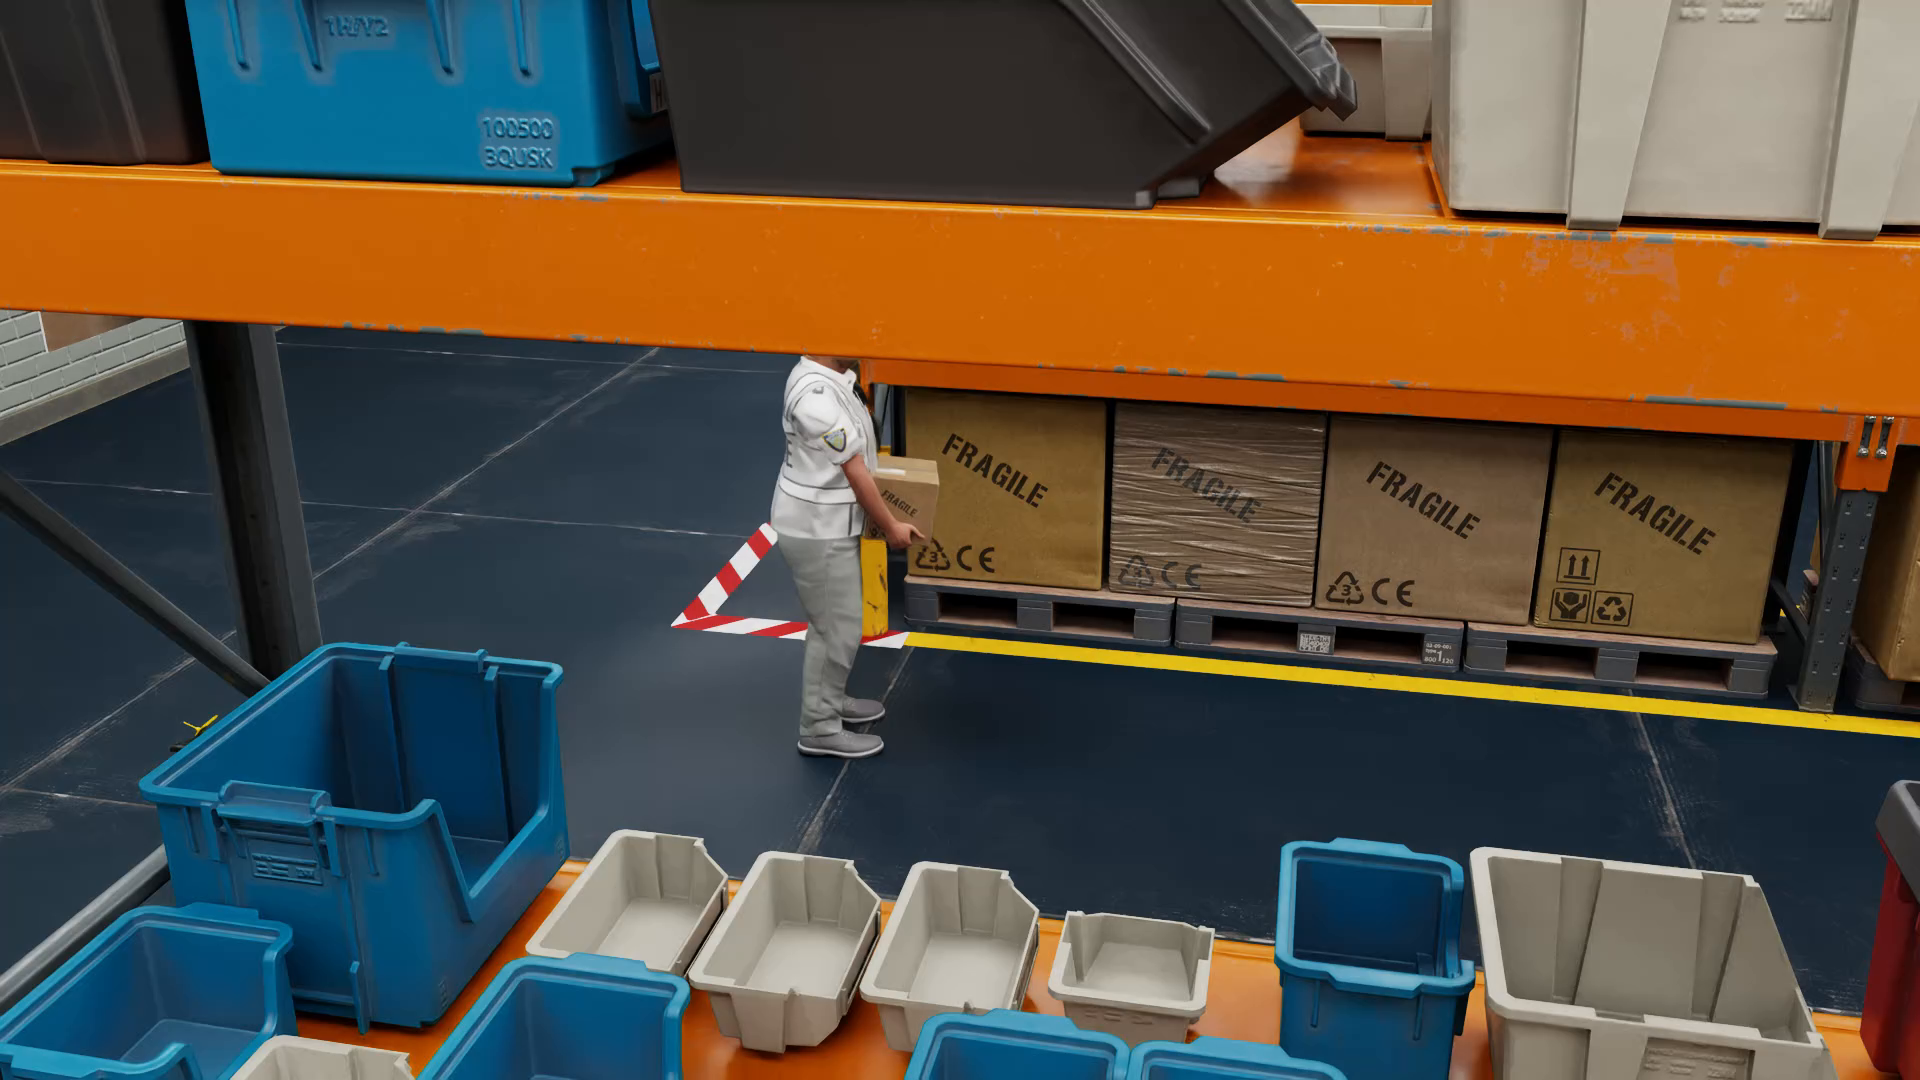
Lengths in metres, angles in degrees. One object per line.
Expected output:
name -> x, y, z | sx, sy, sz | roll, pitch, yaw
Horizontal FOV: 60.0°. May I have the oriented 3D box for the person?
person -> -0.420, -0.065, 6.229 | 0.573, 1.768, 0.490 | -1, 21, -4
